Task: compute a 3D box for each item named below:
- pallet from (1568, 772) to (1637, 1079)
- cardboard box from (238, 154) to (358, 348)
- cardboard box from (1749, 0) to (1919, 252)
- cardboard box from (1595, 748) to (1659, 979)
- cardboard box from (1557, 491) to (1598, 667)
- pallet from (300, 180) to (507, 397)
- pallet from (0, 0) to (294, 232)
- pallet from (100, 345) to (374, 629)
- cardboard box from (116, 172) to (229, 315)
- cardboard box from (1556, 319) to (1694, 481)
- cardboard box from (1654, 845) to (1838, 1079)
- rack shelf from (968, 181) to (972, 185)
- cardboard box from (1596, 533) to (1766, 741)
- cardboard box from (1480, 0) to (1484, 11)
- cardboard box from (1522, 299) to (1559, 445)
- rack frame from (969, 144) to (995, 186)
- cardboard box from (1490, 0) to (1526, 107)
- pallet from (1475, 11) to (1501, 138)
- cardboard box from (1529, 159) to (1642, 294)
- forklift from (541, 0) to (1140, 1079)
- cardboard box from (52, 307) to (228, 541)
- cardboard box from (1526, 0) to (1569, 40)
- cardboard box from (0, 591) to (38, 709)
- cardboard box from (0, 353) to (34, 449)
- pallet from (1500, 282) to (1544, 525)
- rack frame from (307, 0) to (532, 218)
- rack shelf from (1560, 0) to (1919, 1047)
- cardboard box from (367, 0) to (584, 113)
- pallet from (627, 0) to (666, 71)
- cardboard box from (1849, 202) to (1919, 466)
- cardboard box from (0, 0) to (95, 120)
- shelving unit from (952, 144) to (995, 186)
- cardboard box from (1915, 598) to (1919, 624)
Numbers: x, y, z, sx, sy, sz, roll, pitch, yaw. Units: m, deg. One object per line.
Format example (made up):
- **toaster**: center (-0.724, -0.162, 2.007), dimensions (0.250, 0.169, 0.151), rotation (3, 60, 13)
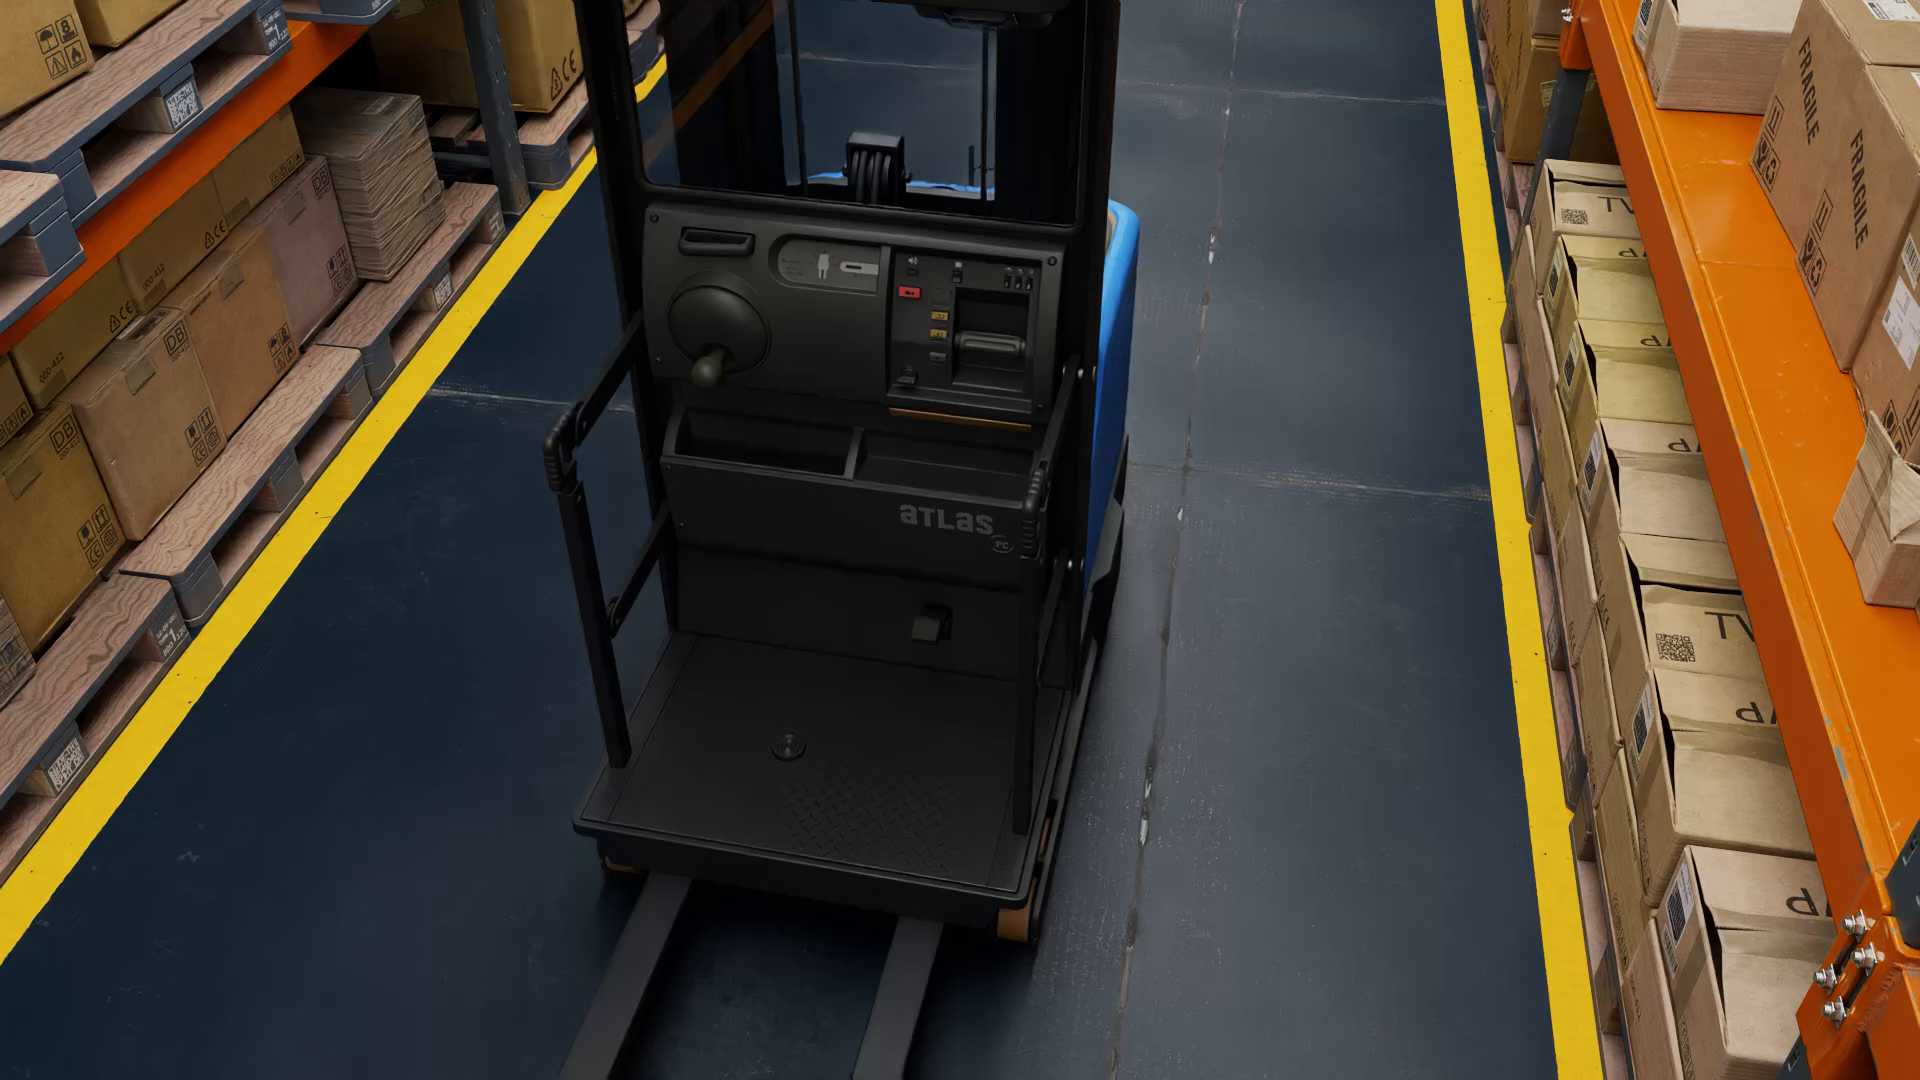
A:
- **pallet**: center (1.983, 1.086, 3.771), dimensions (1.003, 0.211, 1.213), rotation (6, 40, 8)
- **cardboard box**: center (-2.570, -1.015, 5.740), dimensions (0.700, 0.500, 0.500), rotation (6, 40, 8)
- **cardboard box**: center (2.312, -1.016, 4.047), dimensions (0.500, 0.500, 0.500), rotation (4, 40, 5)
- **cardboard box**: center (1.770, 0.766, 3.798), dimensions (0.500, 0.250, 0.500), rotation (6, 40, 7)
- **cardboard box**: center (1.947, 0.126, 4.572), dimensions (0.500, 0.250, 0.500), rotation (7, 40, 9)
- **pallet**: center (-2.430, -1.012, 6.308), dimensions (1.003, 0.211, 1.213), rotation (6, 40, 8)
- **pallet**: center (-2.596, -1.256, 4.565), dimensions (1.003, 0.211, 1.213), rotation (6, 40, 8)
- **pallet**: center (-2.644, -0.248, 5.385), dimensions (1.003, 0.211, 1.213), rotation (6, 40, 8)
- **cardboard box**: center (-2.611, -0.940, 5.061), dimensions (0.500, 0.250, 0.500), rotation (6, 40, 7)
- **cardboard box**: center (2.033, -0.404, 4.773), dimensions (0.500, 0.311, 0.500), rotation (5, 40, 6)
- **cardboard box**: center (1.682, 0.874, 3.228), dimensions (0.500, 0.311, 0.500), rotation (6, 40, 8)
- **rack shelf**: center (0.101, -0.920, 5.111), dimensions (0.215, 0.259, 0.240), rotation (8, 40, 9)
- **cardboard box**: center (1.854, 0.233, 4.002), dimensions (0.500, 0.311, 0.500), rotation (6, 40, 8)
- **cardboard box**: center (2.779, -2.824, 7.928), dimensions (0.500, 0.500, 0.500), rotation (7, 40, 8)
- **cardboard box**: center (2.120, -0.523, 5.357), dimensions (0.500, 0.250, 0.500), rotation (5, 40, 6)
- **rack frame**: center (0.127, -0.786, 5.377), dimensions (0.200, 1.050, 0.008), rotation (8, 40, 9)
- **cardboard box**: center (2.607, -2.177, 7.145), dimensions (0.500, 0.500, 0.500), rotation (5, 40, 6)
- **pallet**: center (2.966, -2.186, 7.728), dimensions (1.003, 0.211, 1.213), rotation (6, 40, 8)
- **cardboard box**: center (2.206, -1.055, 5.560), dimensions (0.500, 0.311, 0.500), rotation (8, 40, 9)
- **forklift**: center (-0.285, -0.416, 3.453), dimensions (1.130, 2.935, 3.031), rotation (8, 40, 9)
- **cardboard box**: center (-2.707, -0.382, 4.974), dimensions (0.700, 0.500, 0.500), rotation (7, 40, 8)
- **cardboard box**: center (2.522, -2.177, 6.557), dimensions (0.500, 0.250, 0.500), rotation (8, 40, 9)
- **cardboard box**: center (-2.875, 0.264, 4.193), dimensions (0.700, 0.500, 0.500), rotation (8, 40, 9)
- **cardboard box**: center (-2.802, -0.302, 4.289), dimensions (0.500, 0.250, 0.500), rotation (6, 40, 7)
- **pallet**: center (2.405, -0.446, 5.623), dimensions (1.003, 0.211, 1.213), rotation (6, 40, 8)
- **rack frame**: center (-2.293, -2.577, 6.012), dimensions (1.000, 3.000, 0.127), rotation (6, 40, 8)
- **rack shelf**: center (2.240, -0.500, 4.066), dimensions (1.077, 0.370, 4.000), rotation (6, 40, 8)
- **cardboard box**: center (-2.037, -2.357, 7.104), dimensions (0.750, 0.750, 0.750), rotation (6, 40, 7)
- **pallet**: center (-1.869, -2.752, 8.413), dimensions (1.003, 0.211, 1.213), rotation (6, 40, 8)
- **cardboard box**: center (2.134, -0.372, 3.267), dimensions (0.500, 0.500, 0.500), rotation (9, 40, 11)
- **cardboard box**: center (-2.677, -1.357, 4.113), dimensions (0.700, 0.500, 0.500), rotation (12, 41, 14)
- **shelving unit**: center (0.101, -0.710, 5.285), dimensions (0.215, 1.050, 0.252), rotation (8, 40, 9)
- **cardboard box**: center (1.936, 0.222, 2.746), dimensions (0.500, 0.250, 0.500), rotation (9, 40, 10)
